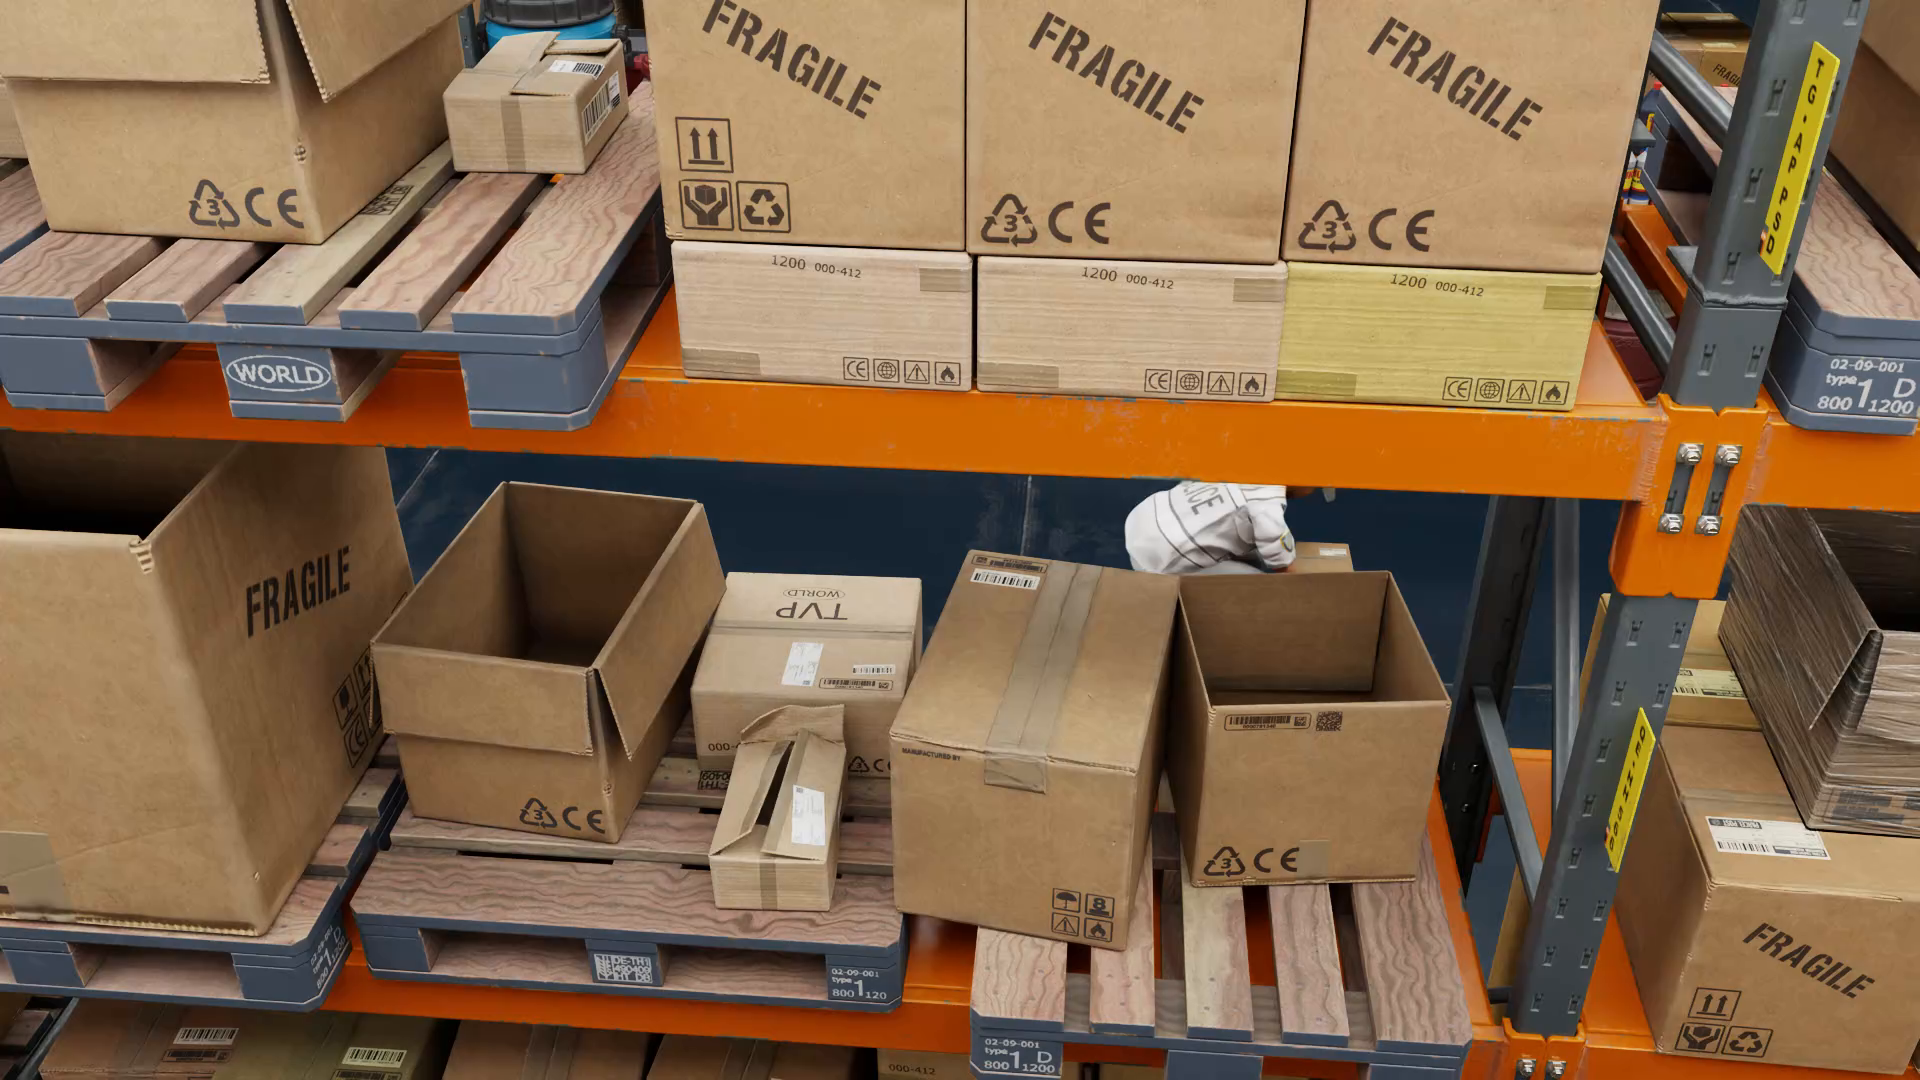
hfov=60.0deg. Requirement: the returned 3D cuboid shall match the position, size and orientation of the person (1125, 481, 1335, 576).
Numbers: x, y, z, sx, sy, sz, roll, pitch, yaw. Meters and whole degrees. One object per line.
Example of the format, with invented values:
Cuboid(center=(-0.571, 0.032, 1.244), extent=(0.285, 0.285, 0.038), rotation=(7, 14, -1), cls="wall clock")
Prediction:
Cuboid(center=(1.097, 0.033, 6.763), extent=(0.855, 0.949, 0.516), rotation=(2, 32, 4), cls="person")
